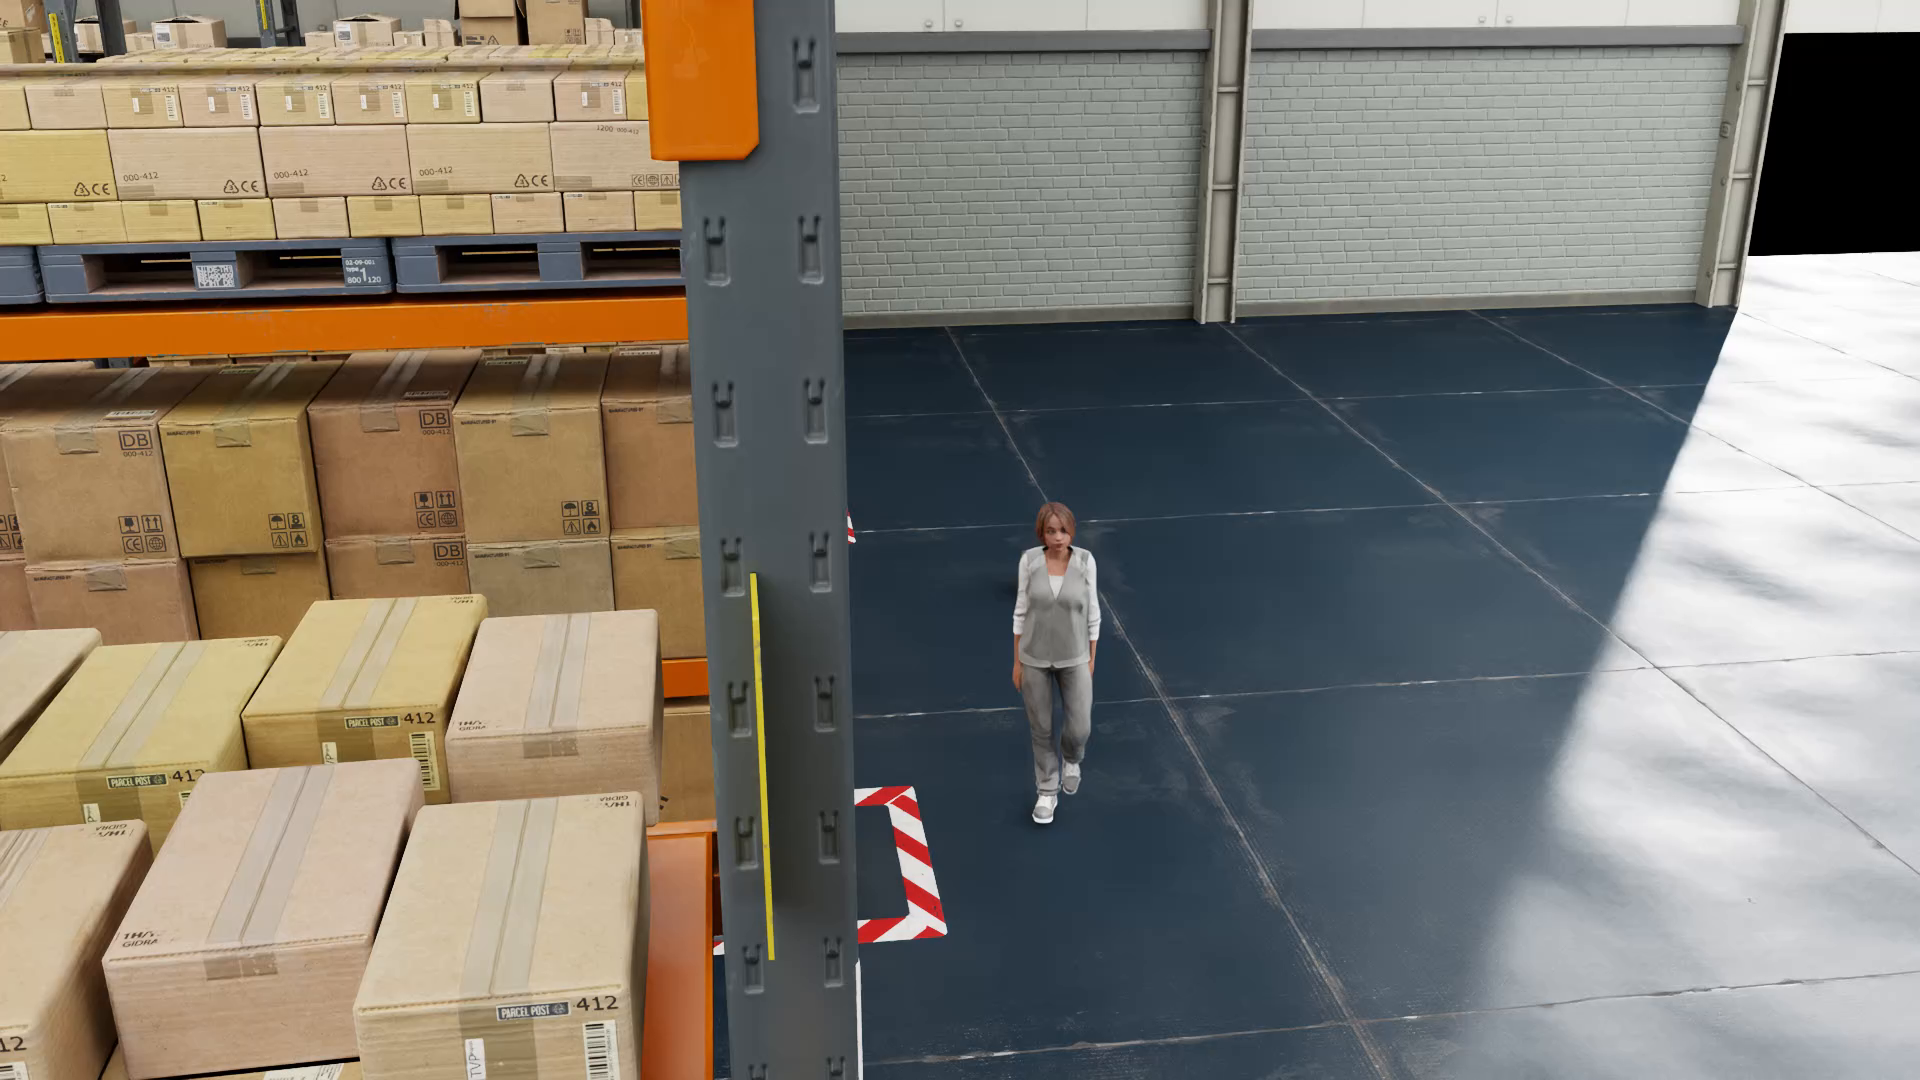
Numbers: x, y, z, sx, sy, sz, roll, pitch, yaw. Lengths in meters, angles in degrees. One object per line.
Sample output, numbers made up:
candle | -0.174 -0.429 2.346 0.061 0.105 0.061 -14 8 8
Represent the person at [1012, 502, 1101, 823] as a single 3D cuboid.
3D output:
person | 0.461 0.573 7.972 0.414 1.590 0.449 2 20 5
